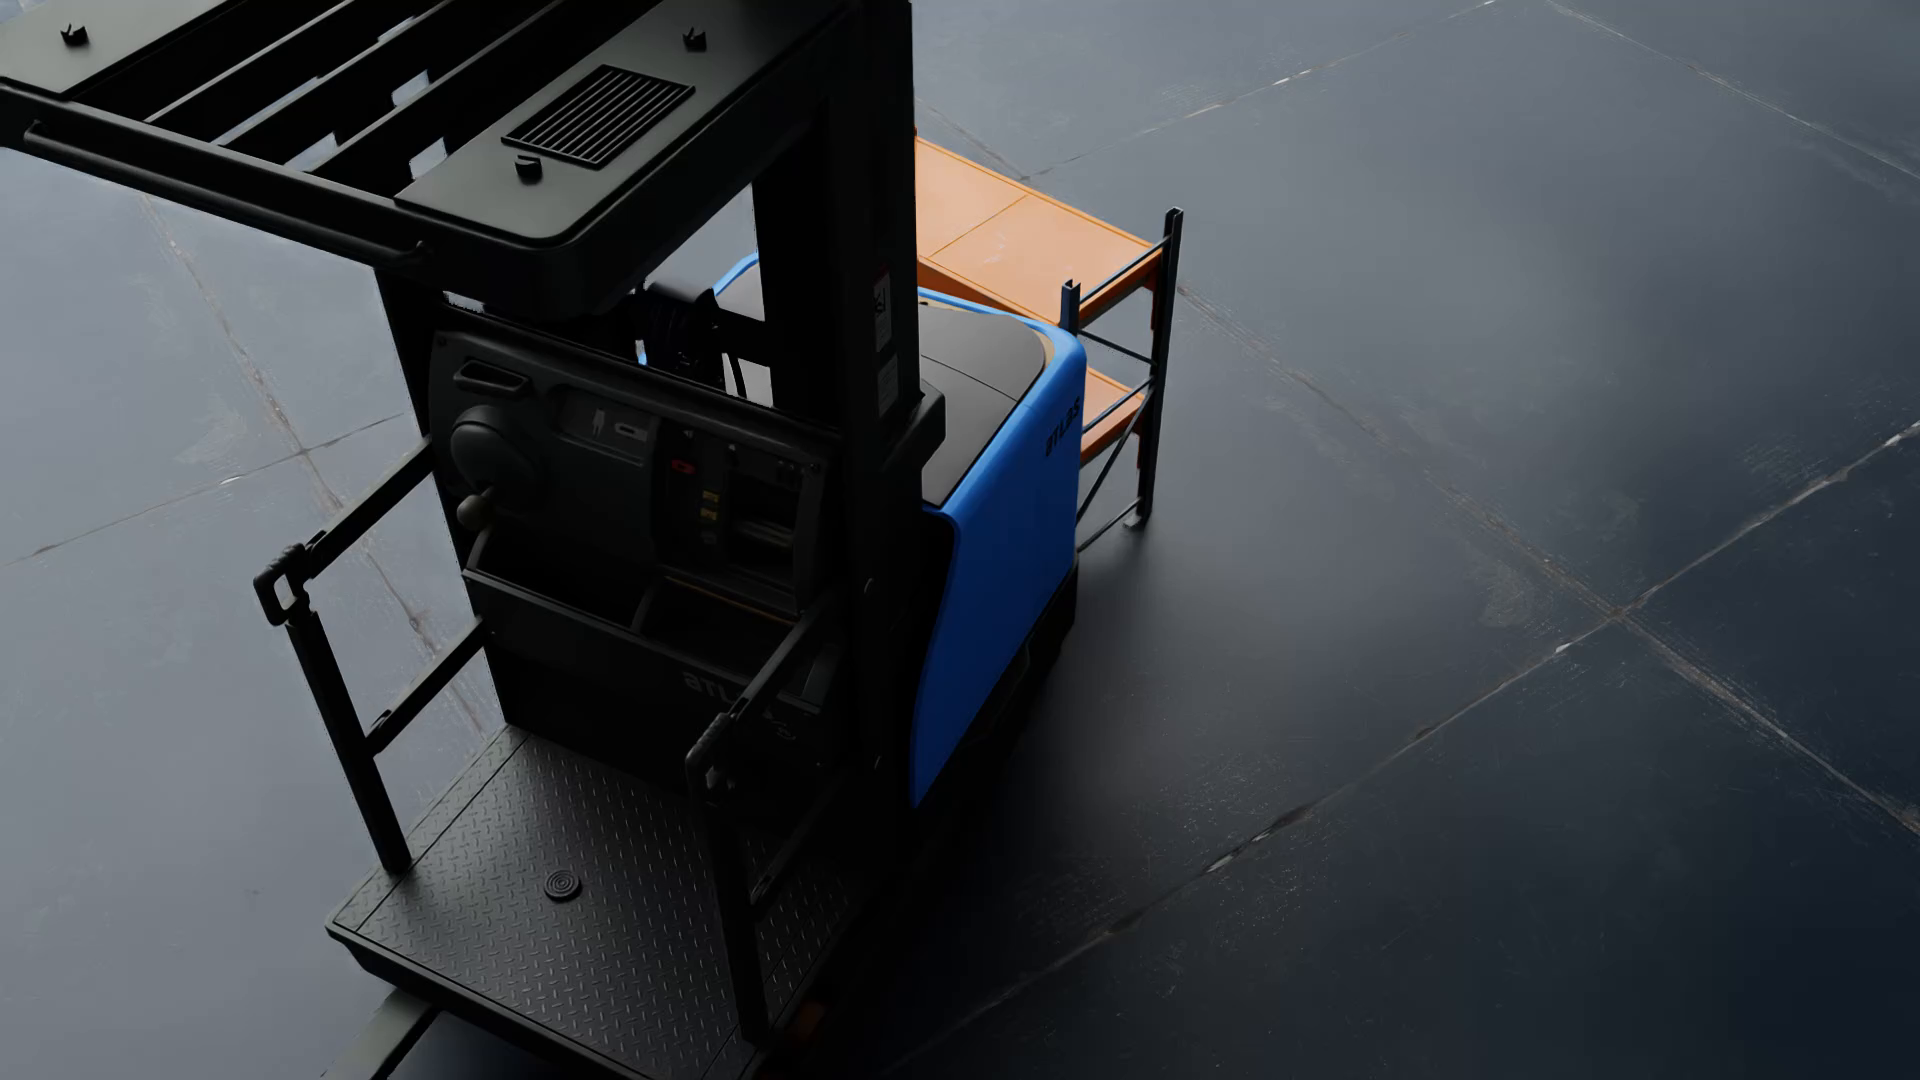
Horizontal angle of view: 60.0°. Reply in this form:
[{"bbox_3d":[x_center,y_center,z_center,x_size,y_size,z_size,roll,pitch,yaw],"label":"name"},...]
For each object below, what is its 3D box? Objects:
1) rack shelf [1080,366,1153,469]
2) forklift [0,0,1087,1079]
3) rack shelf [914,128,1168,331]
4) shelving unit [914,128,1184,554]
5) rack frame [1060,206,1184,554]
[{"bbox_3d":[0.057,-0.432,5.242,1.000,0.278,0.538,31,52,28],"label":"rack shelf"},{"bbox_3d":[-0.769,-0.048,3.177,1.130,2.935,3.031,19,47,19],"label":"forklift"},{"bbox_3d":[0.057,-0.820,4.871,1.000,0.278,0.538,31,52,28],"label":"rack shelf"},{"bbox_3d":[0.057,-0.608,5.073,1.048,1.125,0.538,31,52,28],"label":"shelving unit"},{"bbox_3d":[0.439,-0.377,4.830,0.032,1.125,0.500,31,52,28],"label":"rack frame"}]
